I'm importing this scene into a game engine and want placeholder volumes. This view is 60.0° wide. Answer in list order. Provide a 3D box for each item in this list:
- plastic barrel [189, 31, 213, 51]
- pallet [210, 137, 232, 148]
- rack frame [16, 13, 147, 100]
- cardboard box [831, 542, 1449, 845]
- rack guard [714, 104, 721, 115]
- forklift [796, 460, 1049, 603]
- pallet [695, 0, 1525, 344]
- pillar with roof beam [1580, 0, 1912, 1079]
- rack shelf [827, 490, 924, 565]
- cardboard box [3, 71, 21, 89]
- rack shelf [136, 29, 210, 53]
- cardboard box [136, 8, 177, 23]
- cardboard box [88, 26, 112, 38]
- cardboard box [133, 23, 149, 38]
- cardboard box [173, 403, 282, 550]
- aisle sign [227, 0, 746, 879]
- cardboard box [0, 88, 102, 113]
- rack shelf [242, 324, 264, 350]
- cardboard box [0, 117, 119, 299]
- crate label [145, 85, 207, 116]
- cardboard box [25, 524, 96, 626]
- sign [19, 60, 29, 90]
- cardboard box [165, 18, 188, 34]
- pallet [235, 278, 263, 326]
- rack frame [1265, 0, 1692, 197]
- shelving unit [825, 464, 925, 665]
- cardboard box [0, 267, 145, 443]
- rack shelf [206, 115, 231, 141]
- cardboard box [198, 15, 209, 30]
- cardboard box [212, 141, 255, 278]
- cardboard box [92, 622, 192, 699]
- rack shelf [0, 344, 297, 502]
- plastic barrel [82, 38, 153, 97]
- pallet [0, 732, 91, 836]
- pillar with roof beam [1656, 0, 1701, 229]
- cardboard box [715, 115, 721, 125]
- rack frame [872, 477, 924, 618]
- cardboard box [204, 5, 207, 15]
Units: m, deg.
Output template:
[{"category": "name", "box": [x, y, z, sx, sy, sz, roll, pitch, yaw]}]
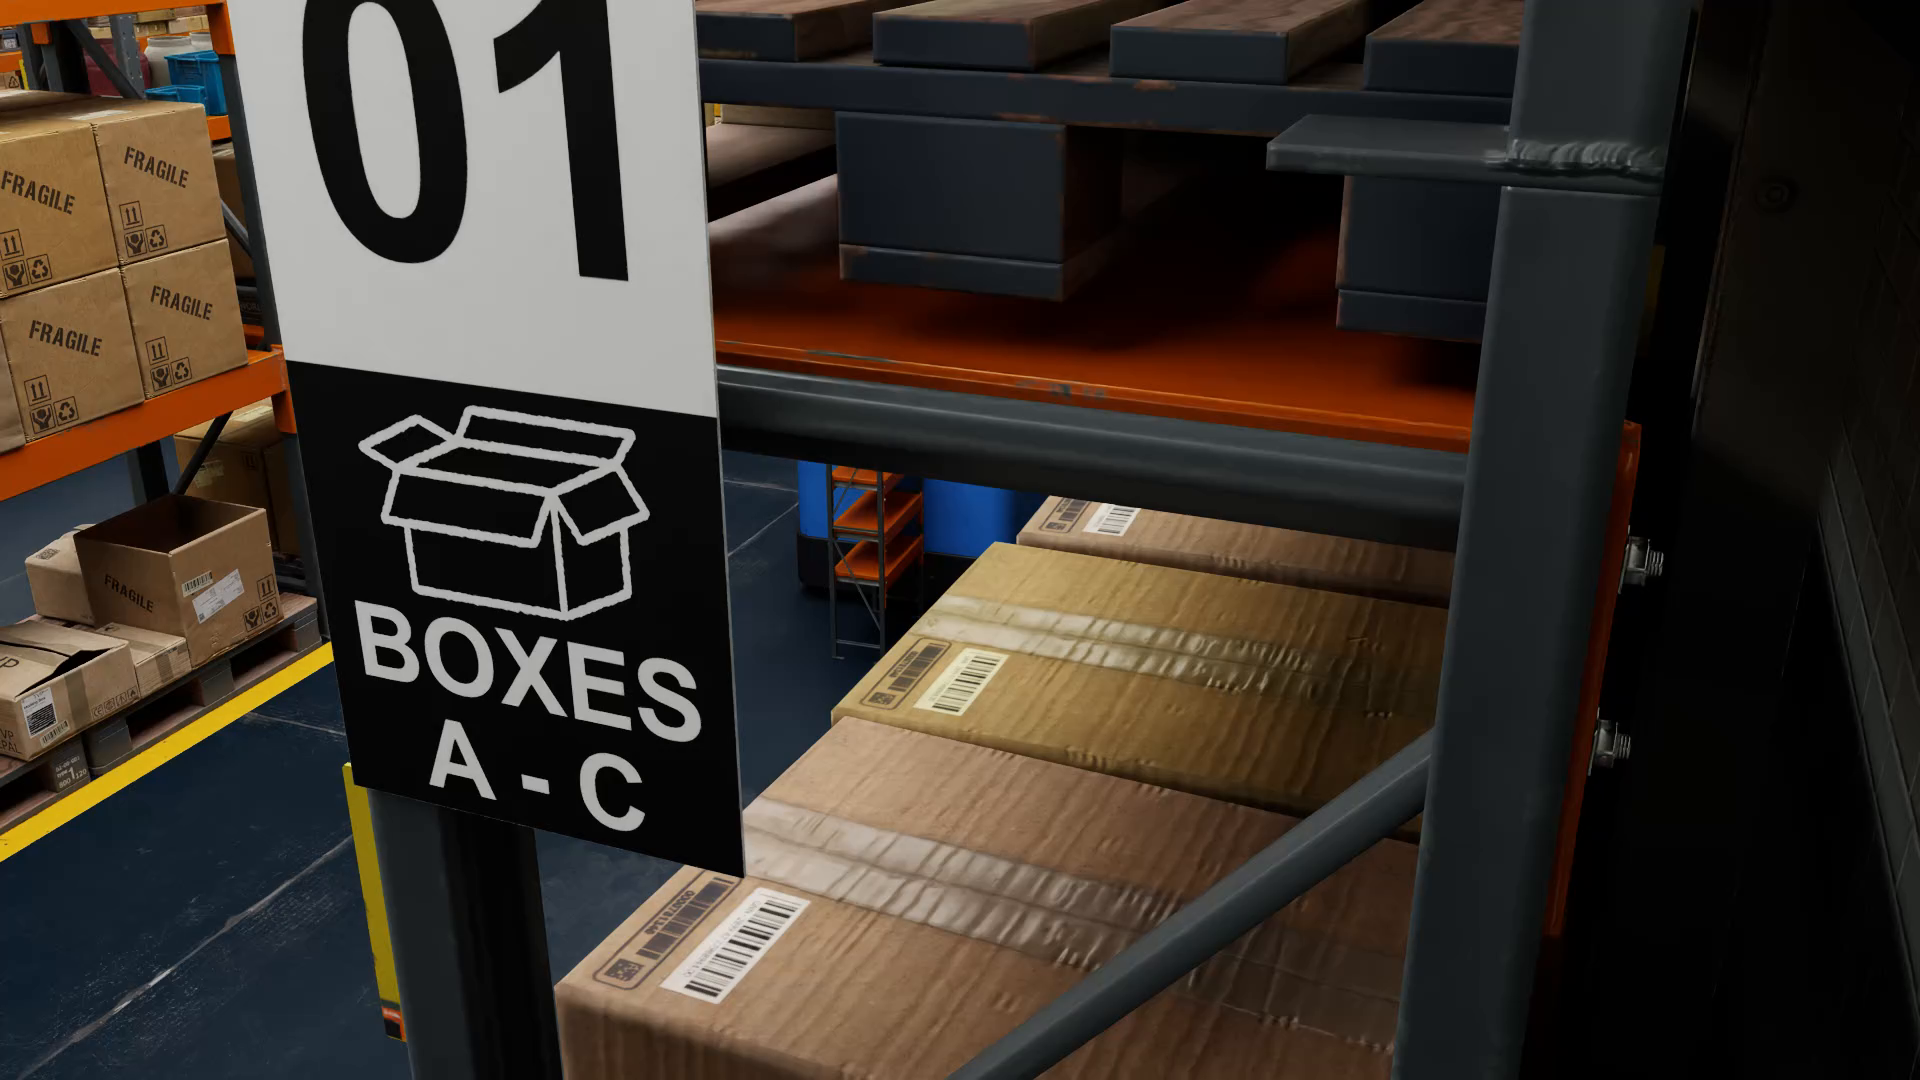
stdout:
[{"category": "plastic barrel", "box": [-5.938, -3.783, 13.269, 0.421, 0.512, 0.421, 0, 23, 0]}, {"category": "pallet", "box": [-8.723, -4.719, 19.274, 1.003, 0.211, 1.213, 9, 24, 20]}, {"category": "rack frame", "box": [-6.279, -3.182, 11.975, 1.000, 3.000, 0.127, 9, 24, 20]}, {"category": "cardboard box", "box": [0.388, 0.515, 2.736, 0.980, 0.700, 0.700, 9, 24, 20]}, {"category": "rack guard", "box": [-3.292, -4.857, 19.230, 1.175, 0.500, 0.348, 9, 24, 20]}, {"category": "forklift", "box": [0.190, -1.582, 8.234, 1.130, 2.935, 3.031, 7, 24, 16]}, {"category": "pallet", "box": [0.214, -0.511, 1.804, 1.003, 0.211, 1.213, 9, 24, 20]}, {"category": "pillar with roof beam", "box": [-2.020, -3.342, 4.576, 9.100, 9.000, 0.400, 9, 24, 20]}, {"category": "rack shelf", "box": [-0.351, -0.067, 7.029, 0.258, 0.148, 0.480, 7, 24, 16]}, {"category": "cardboard box", "box": [-12.664, -6.461, 22.038, 0.875, 0.875, 0.875, 9, 24, 20]}, {"category": "rack shelf", "box": [-8.648, -5.706, 18.952, 1.077, 0.370, 4.000, 9, 24, 20]}, {"category": "cardboard box", "box": [-8.948, -5.832, 17.804, 0.875, 0.500, 0.500, 9, 24, 20]}, {"category": "cardboard box", "box": [-9.032, -5.240, 17.229, 0.380, 0.149, 0.250, 9, 24, 20]}, {"category": "cardboard box", "box": [-8.860, -5.421, 17.663, 0.380, 0.149, 0.250, 9, 24, 20]}, {"category": "cardboard box", "box": [-3.250, -0.307, 7.766, 0.500, 0.500, 0.500, 9, 24, 20]}, {"category": "aisle sign", "box": [-0.357, -0.117, 1.266, 0.394, 0.787, 0.004, 9, 24, 20]}, {"category": "cardboard box", "box": [-3.603, -1.419, 6.328, 0.500, 0.500, 0.500, 9, 24, 21]}, {"category": "rack shelf", "box": [-2.424, -1.424, 8.700, 1.077, 0.370, 4.000, 9, 24, 20]}, {"category": "cardboard box", "box": [-3.302, -1.146, 5.674, 0.500, 0.500, 0.500, 8, 24, 19]}, {"category": "crate label", "box": [-5.774, -3.202, 12.240, 0.303, 0.233, 0.416, 9, 24, 20]}, {"category": "cardboard box", "box": [-3.524, 0.117, 6.996, 0.500, 0.311, 0.500, 9, 24, 20]}, {"category": "sign", "box": [-6.792, -3.333, 12.126, 0.100, 0.325, 0.005, 9, 24, 20]}, {"category": "cardboard box", "box": [-8.645, -5.596, 18.080, 0.380, 0.149, 0.250, 9, 24, 20]}, {"category": "pallet", "box": [-2.769, -1.222, 7.532, 1.003, 0.211, 1.213, 9, 24, 20]}, {"category": "rack frame", "box": [-0.052, -1.669, 0.570, 1.000, 3.000, 0.127, 9, 24, 20]}, {"category": "shelving unit", "box": [-0.351, -0.129, 7.003, 0.258, 1.200, 0.503, 7, 24, 16]}, {"category": "cardboard box", "box": [-3.304, -0.686, 5.870, 0.500, 0.500, 0.500, 9, 24, 22]}, {"category": "rack shelf", "box": [-5.536, -3.565, 13.827, 1.077, 0.370, 4.000, 9, 24, 20]}, {"category": "cardboard box", "box": [-8.487, -5.779, 18.519, 0.380, 0.149, 0.250, 9, 24, 20]}, {"category": "cardboard box", "box": [-2.783, -1.417, 7.077, 0.700, 0.500, 0.500, 1, 23, 2]}, {"category": "cardboard box", "box": [-3.199, 0.460, 6.385, 0.380, 0.149, 0.250, 9, 24, 20]}, {"category": "rack shelf", "box": [-3.910, 0.008, 5.273, 1.077, 0.370, 4.000, 9, 24, 20]}, {"category": "plastic barrel", "box": [-6.387, -3.454, 12.451, 0.600, 0.536, 0.708, 9, 24, 20]}, {"category": "pallet", "box": [-3.874, 0.931, 5.748, 1.003, 0.211, 1.213, 9, 24, 20]}, {"category": "pillar with roof beam", "box": [2.437, -7.636, 14.857, 9.100, 9.000, 0.400, 9, 24, 20]}, {"category": "cardboard box", "box": [-1.505, -2.554, 10.588, 0.500, 0.311, 0.500, 10, 25, 23]}, {"category": "rack frame", "box": [-0.276, -0.219, 7.217, 0.240, 1.200, 0.015, 7, 24, 16]}, {"category": "cardboard box", "box": [-8.632, -6.198, 18.681, 0.875, 0.500, 0.500, 9, 24, 20]}]
